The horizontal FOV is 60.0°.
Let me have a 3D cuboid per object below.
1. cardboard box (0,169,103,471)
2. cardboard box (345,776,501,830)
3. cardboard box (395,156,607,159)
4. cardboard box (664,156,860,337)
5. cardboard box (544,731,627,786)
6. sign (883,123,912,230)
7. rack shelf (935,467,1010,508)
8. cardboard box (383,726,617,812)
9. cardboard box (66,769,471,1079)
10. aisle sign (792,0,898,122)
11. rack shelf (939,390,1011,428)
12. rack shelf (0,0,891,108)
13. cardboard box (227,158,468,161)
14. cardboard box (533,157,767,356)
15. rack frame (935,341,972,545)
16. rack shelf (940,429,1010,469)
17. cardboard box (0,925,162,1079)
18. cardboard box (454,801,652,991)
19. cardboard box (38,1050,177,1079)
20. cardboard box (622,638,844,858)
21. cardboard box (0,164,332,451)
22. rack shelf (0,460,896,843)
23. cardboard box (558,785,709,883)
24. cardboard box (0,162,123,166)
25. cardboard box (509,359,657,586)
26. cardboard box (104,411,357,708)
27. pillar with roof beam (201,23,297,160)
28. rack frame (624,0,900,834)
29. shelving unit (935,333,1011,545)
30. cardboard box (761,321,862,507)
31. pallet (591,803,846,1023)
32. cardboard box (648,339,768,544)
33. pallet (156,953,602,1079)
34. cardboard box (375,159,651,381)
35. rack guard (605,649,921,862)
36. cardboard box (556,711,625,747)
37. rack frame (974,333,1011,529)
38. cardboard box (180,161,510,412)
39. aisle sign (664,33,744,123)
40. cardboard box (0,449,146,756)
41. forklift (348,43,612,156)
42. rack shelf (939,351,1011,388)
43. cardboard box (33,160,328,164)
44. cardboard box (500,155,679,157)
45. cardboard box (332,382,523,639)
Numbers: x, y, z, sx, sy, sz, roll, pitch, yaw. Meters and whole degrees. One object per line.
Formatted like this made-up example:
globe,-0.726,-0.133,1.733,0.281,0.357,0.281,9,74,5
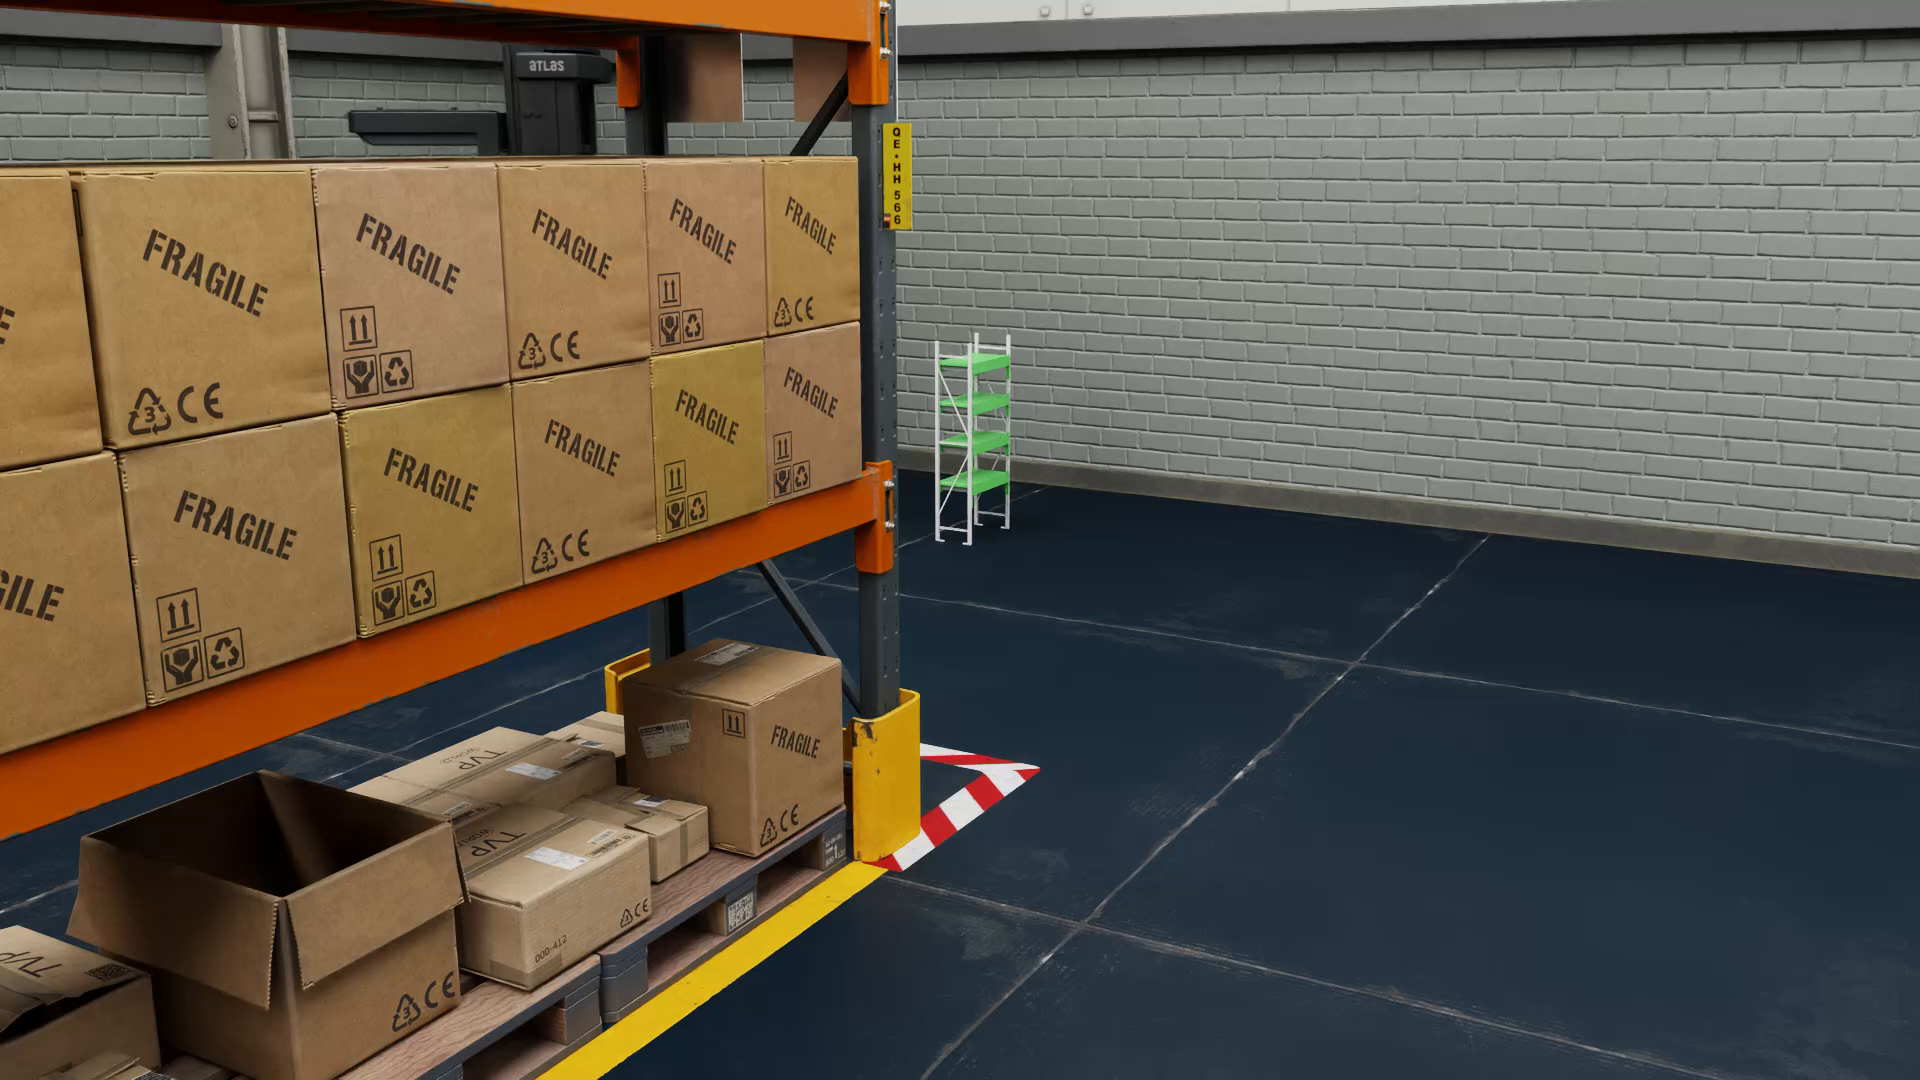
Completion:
cardboard box,-1.883,-0.376,2.848,0.500,0.500,0.500,7,15,26
cardboard box,-1.667,0.916,4.763,0.500,0.250,0.500,7,15,28
cardboard box,-1.364,-0.857,4.842,0.500,0.500,0.500,8,15,29
cardboard box,-0.647,-0.904,5.036,0.500,0.500,0.500,7,15,28
cardboard box,-1.296,0.770,5.546,0.380,0.166,0.250,7,15,28
sign,-0.196,-1.141,5.222,0.100,0.325,0.005,7,15,28
rack shelf,0.080,-0.322,10.105,0.258,0.148,0.480,7,15,28
cardboard box,-1.425,0.813,5.189,0.500,0.250,0.500,7,15,28
cardboard box,-1.702,0.943,4.111,0.797,0.503,0.637,7,15,28
aisle sign,-0.371,-1.735,5.282,0.394,0.787,0.004,7,15,28
rack shelf,0.080,-0.788,9.993,0.258,0.148,0.480,7,15,28
rack shelf,-1.639,-1.190,3.704,1.077,0.370,4.000,7,15,28
cardboard box,-1.610,-0.755,4.418,0.500,0.500,0.500,8,16,29
cardboard box,-0.890,-0.800,4.606,0.500,0.500,0.500,8,16,30
rack frame,-0.038,-0.567,9.826,0.240,1.200,0.015,7,15,28
rack shelf,0.080,-0.555,10.049,0.258,0.148,0.480,7,15,28
cardboard box,-2.216,1.119,3.789,0.500,0.311,0.500,7,15,28
cardboard box,-1.205,0.962,4.571,0.500,0.250,0.500,7,15,28
cardboard box,-1.804,1.252,3.546,0.380,0.166,0.250,7,15,28
cardboard box,-0.720,0.649,5.336,0.500,0.500,0.500,7,15,28
cardboard box,-1.634,-0.482,3.285,0.500,0.500,0.500,7,15,26
rack shelf,-1.639,0.268,4.055,1.077,0.370,4.000,7,15,28
cardboard box,-0.994,0.884,5.073,0.380,0.166,0.250,7,15,28
cardboard box,-2.099,-0.548,3.558,0.500,0.500,0.500,8,15,28
cardboard box,-1.144,-0.209,4.287,0.500,0.500,0.500,8,15,28
cardboard box,-1.632,-0.001,3.425,0.500,0.500,0.500,7,15,28
pillar with roof beam,-0.694,-4.133,7.976,9.100,9.000,0.400,7,15,28
rack frame,-0.672,-0.492,5.673,1.000,3.000,0.127,7,15,28
shelving unit,0.080,-0.617,10.034,0.258,1.200,0.503,7,15,28
cardboard box,-0.651,-0.418,5.152,0.500,0.500,0.500,8,16,30
pallet,-1.094,1.043,5.256,1.003,0.211,1.213,7,15,28
cardboard box,-0.898,-0.311,4.709,0.500,0.500,0.500,8,15,29
pallet,-1.684,1.293,4.222,1.003,0.211,1.213,7,15,28
cardboard box,-1.137,-0.693,4.162,0.500,0.500,0.500,8,16,30
rack guard,-0.709,0.739,5.901,1.175,0.500,0.348,7,15,28
cardboard box,-1.176,0.727,5.761,0.380,0.149,0.250,7,15,28
rack frame,0.198,-0.667,10.241,0.240,1.200,0.015,7,15,28
cardboard box,-1.385,-0.588,3.725,0.500,0.500,0.500,8,16,30
aisle sign,-0.896,-1.803,5.564,0.394,0.787,0.004,7,15,28
cardboard box,-1.876,0.101,3.000,0.500,0.500,0.500,8,16,29
forklift,-2.784,-1.365,9.442,3.031,2.935,1.130,-1,14,-5
rack shelf,0.080,-1.022,9.936,0.258,0.148,0.480,7,15,28
cardboard box,-1.855,-0.651,3.986,0.500,0.500,0.500,7,15,28
cardboard box,-1.118,-0.965,5.290,0.500,0.500,0.500,8,16,30
cardboard box,-1.388,-0.106,3.858,0.500,0.500,0.500,7,15,27
